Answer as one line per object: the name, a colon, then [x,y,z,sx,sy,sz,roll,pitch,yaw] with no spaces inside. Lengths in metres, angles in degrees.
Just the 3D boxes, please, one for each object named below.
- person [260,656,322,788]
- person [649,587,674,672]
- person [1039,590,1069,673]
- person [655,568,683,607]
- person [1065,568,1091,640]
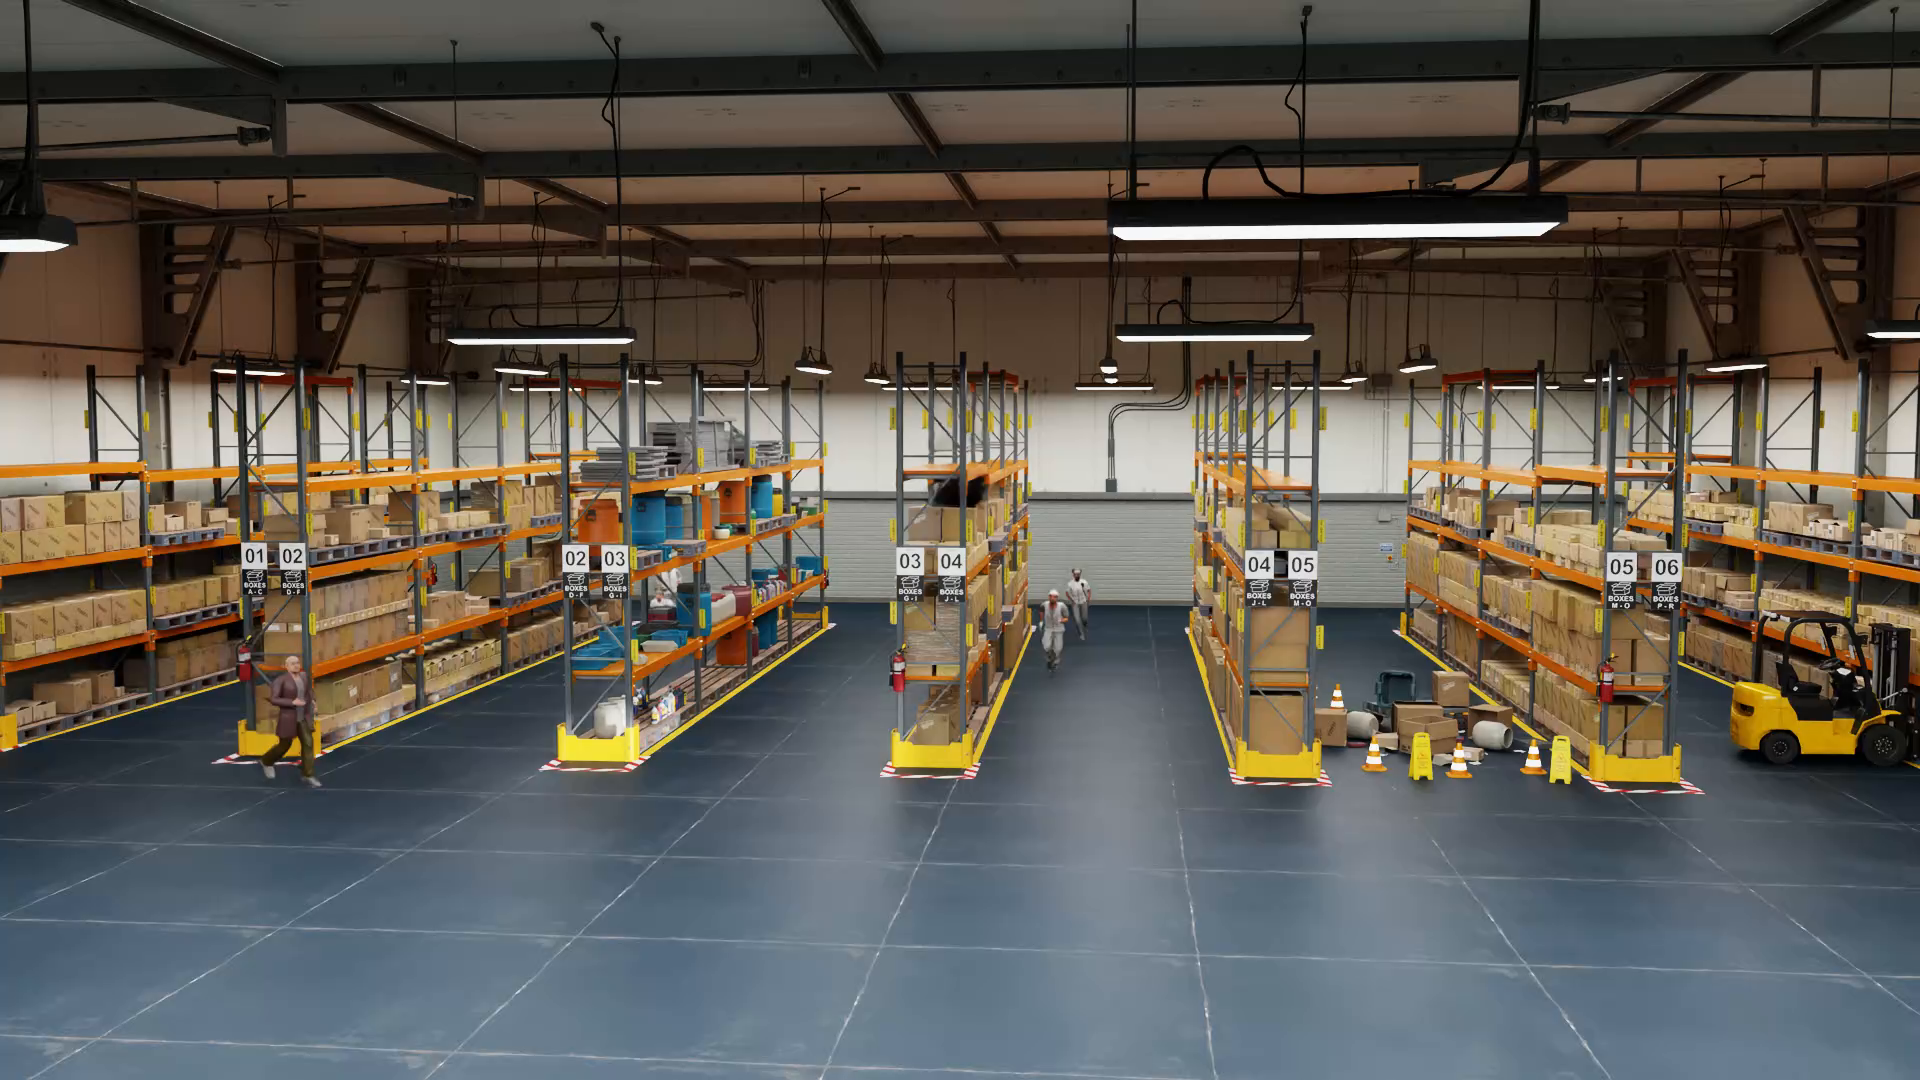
person: [-9.212,2.483,22.921,1.060,1.801,0.719,3,5,35]
person: [-6.035,1.775,33.856,0.619,1.686,1.062,0,4,3]
person: [1.831,1.801,32.644,0.618,1.686,0.768,1,4,8]
person: [-7.032,1.276,40.296,0.663,1.768,0.677,-1,4,-19]
person: [2.722,1.460,38.375,0.601,1.660,0.532,0,4,2]
